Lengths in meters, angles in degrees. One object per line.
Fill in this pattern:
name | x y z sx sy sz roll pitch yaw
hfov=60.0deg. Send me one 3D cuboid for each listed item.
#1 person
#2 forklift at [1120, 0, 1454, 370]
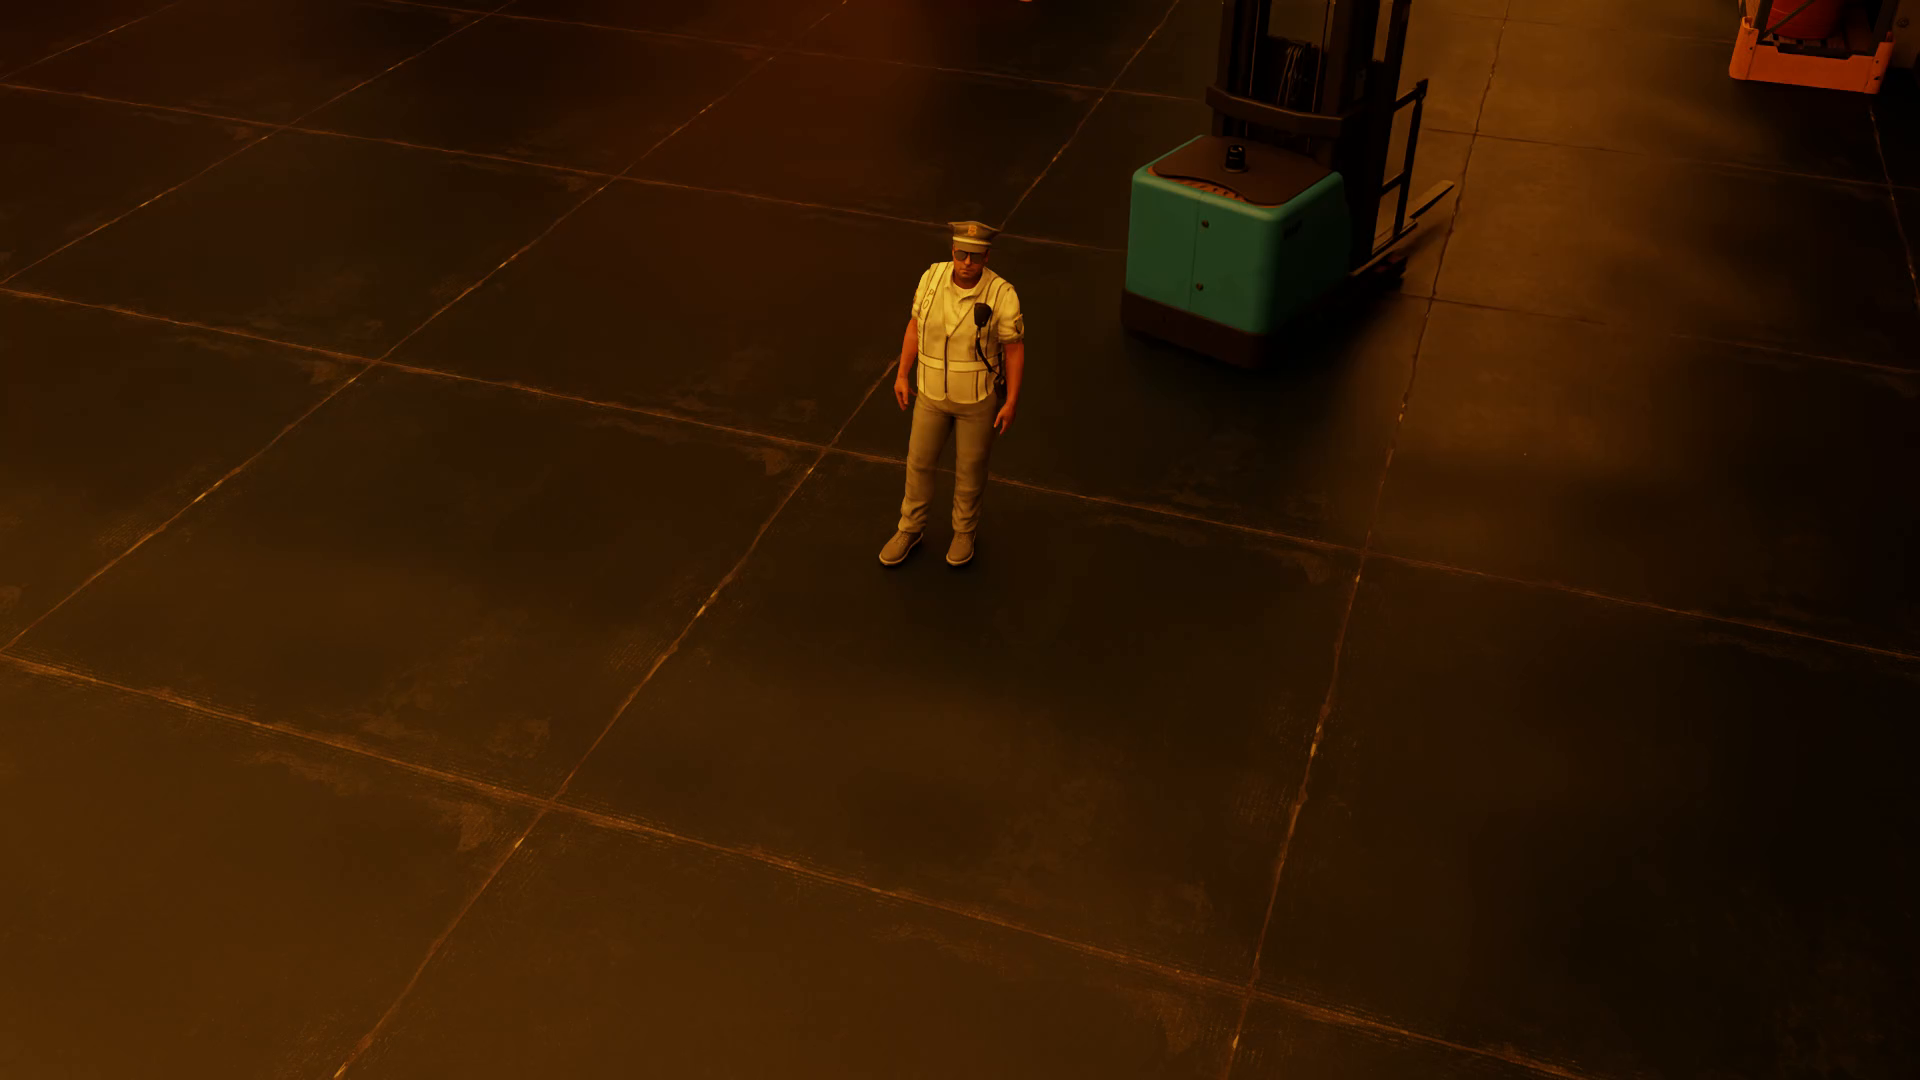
person | -0.037 -0.693 8.068 0.641 1.781 0.574 12 37 16
forklift | 2.321 -3.000 10.342 1.130 2.935 3.031 25 42 31
